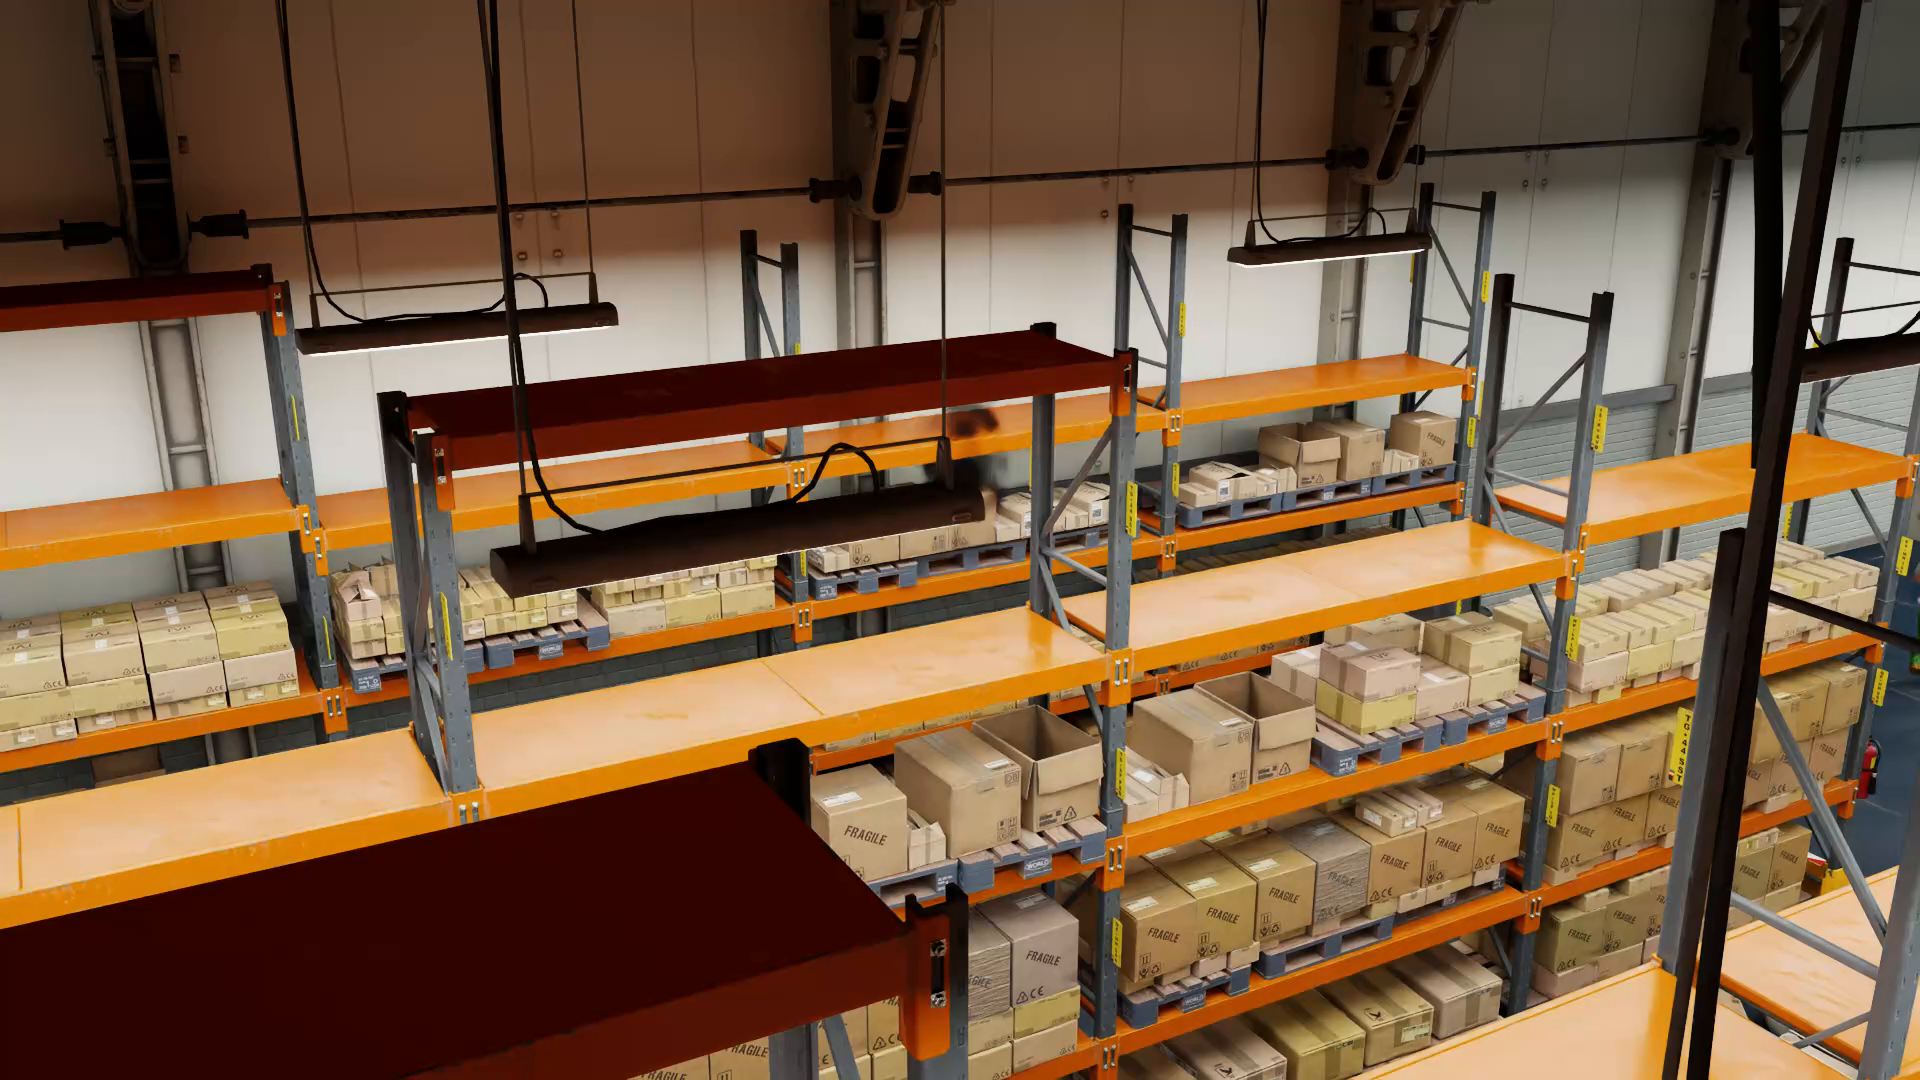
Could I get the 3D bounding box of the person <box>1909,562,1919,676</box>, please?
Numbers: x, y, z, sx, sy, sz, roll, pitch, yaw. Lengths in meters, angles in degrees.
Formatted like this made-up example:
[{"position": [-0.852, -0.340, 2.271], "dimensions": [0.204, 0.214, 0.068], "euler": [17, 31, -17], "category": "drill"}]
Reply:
[{"position": [11.850, 0.806, 20.162], "dimensions": [0.651, 1.807, 0.979], "euler": [16, 24, 40], "category": "person"}]
